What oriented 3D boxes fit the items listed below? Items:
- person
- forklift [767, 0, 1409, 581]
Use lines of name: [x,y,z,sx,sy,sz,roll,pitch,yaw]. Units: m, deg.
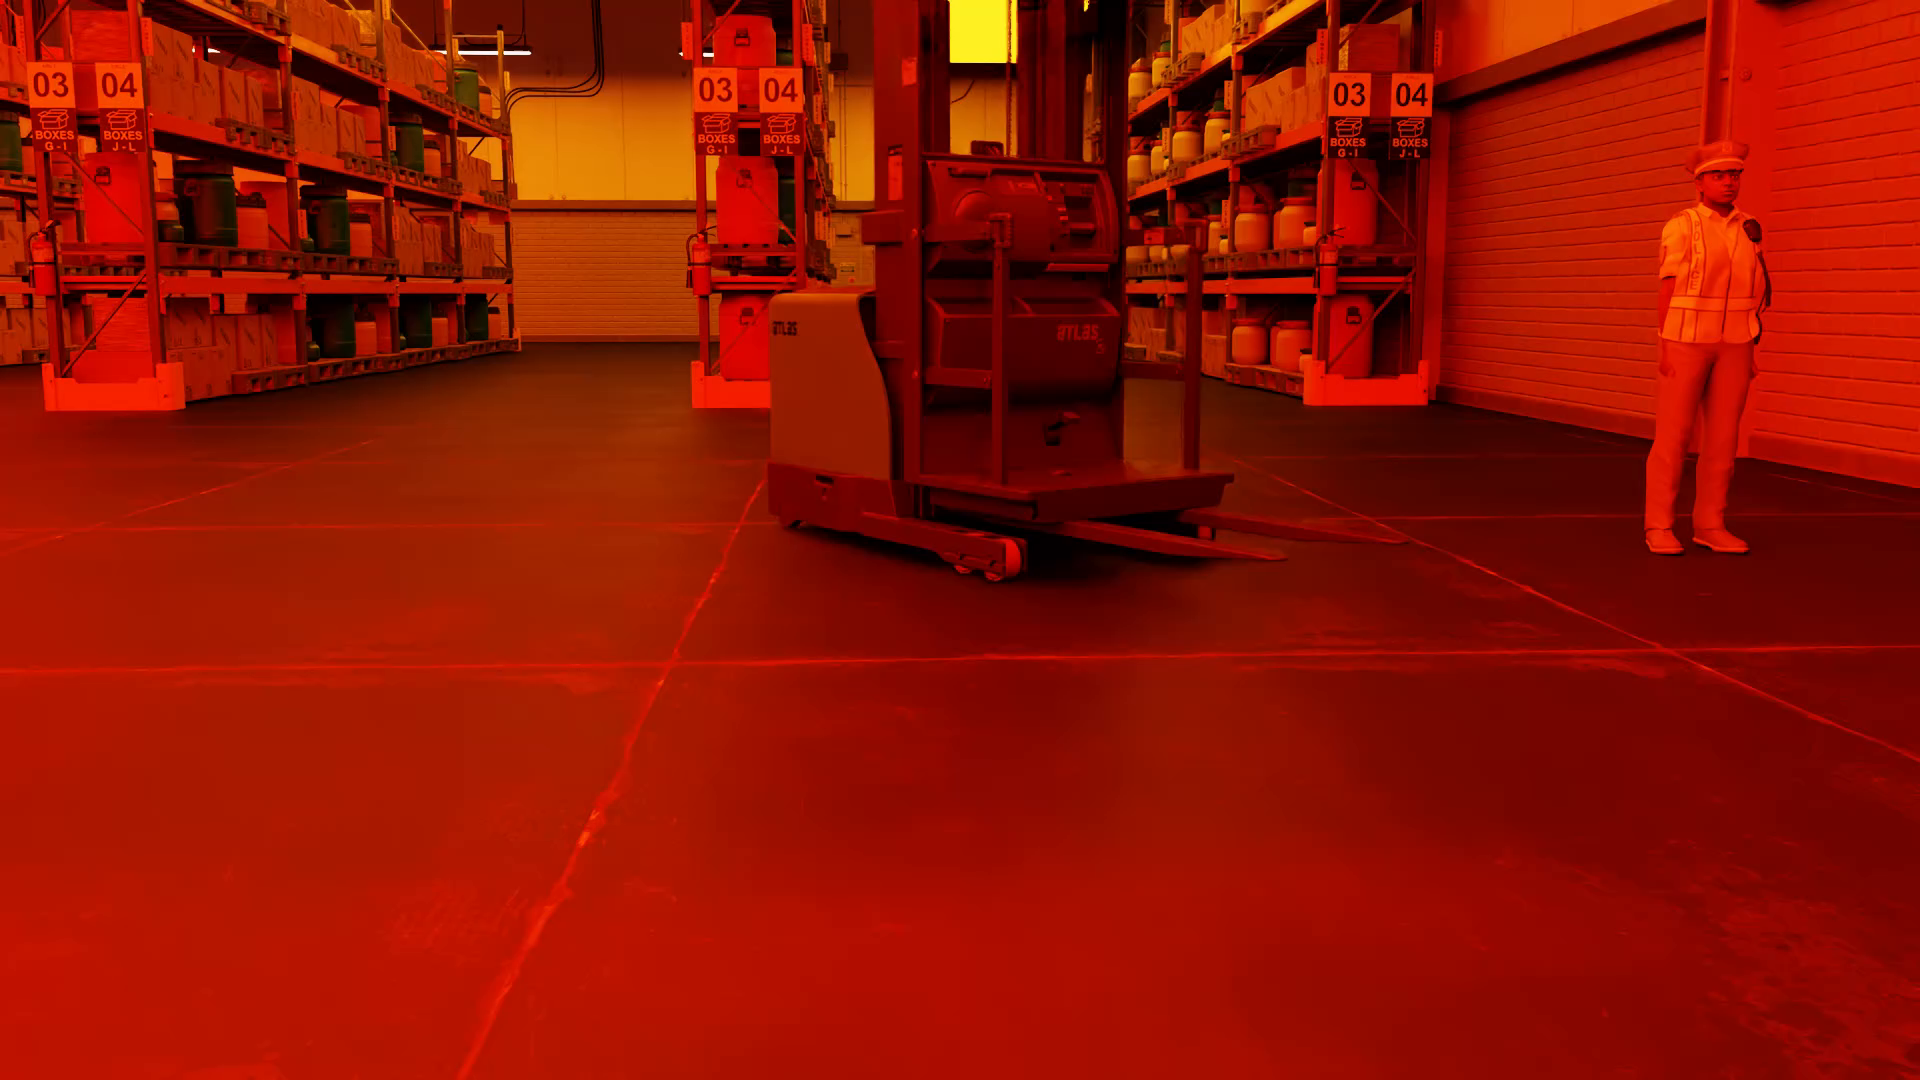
person: [3.108,-0.795,6.918,0.452,1.694,0.352,-1,8,-5]
forklift: [0.392,-1.374,6.585,1.130,2.935,3.031,-6,10,-36]
